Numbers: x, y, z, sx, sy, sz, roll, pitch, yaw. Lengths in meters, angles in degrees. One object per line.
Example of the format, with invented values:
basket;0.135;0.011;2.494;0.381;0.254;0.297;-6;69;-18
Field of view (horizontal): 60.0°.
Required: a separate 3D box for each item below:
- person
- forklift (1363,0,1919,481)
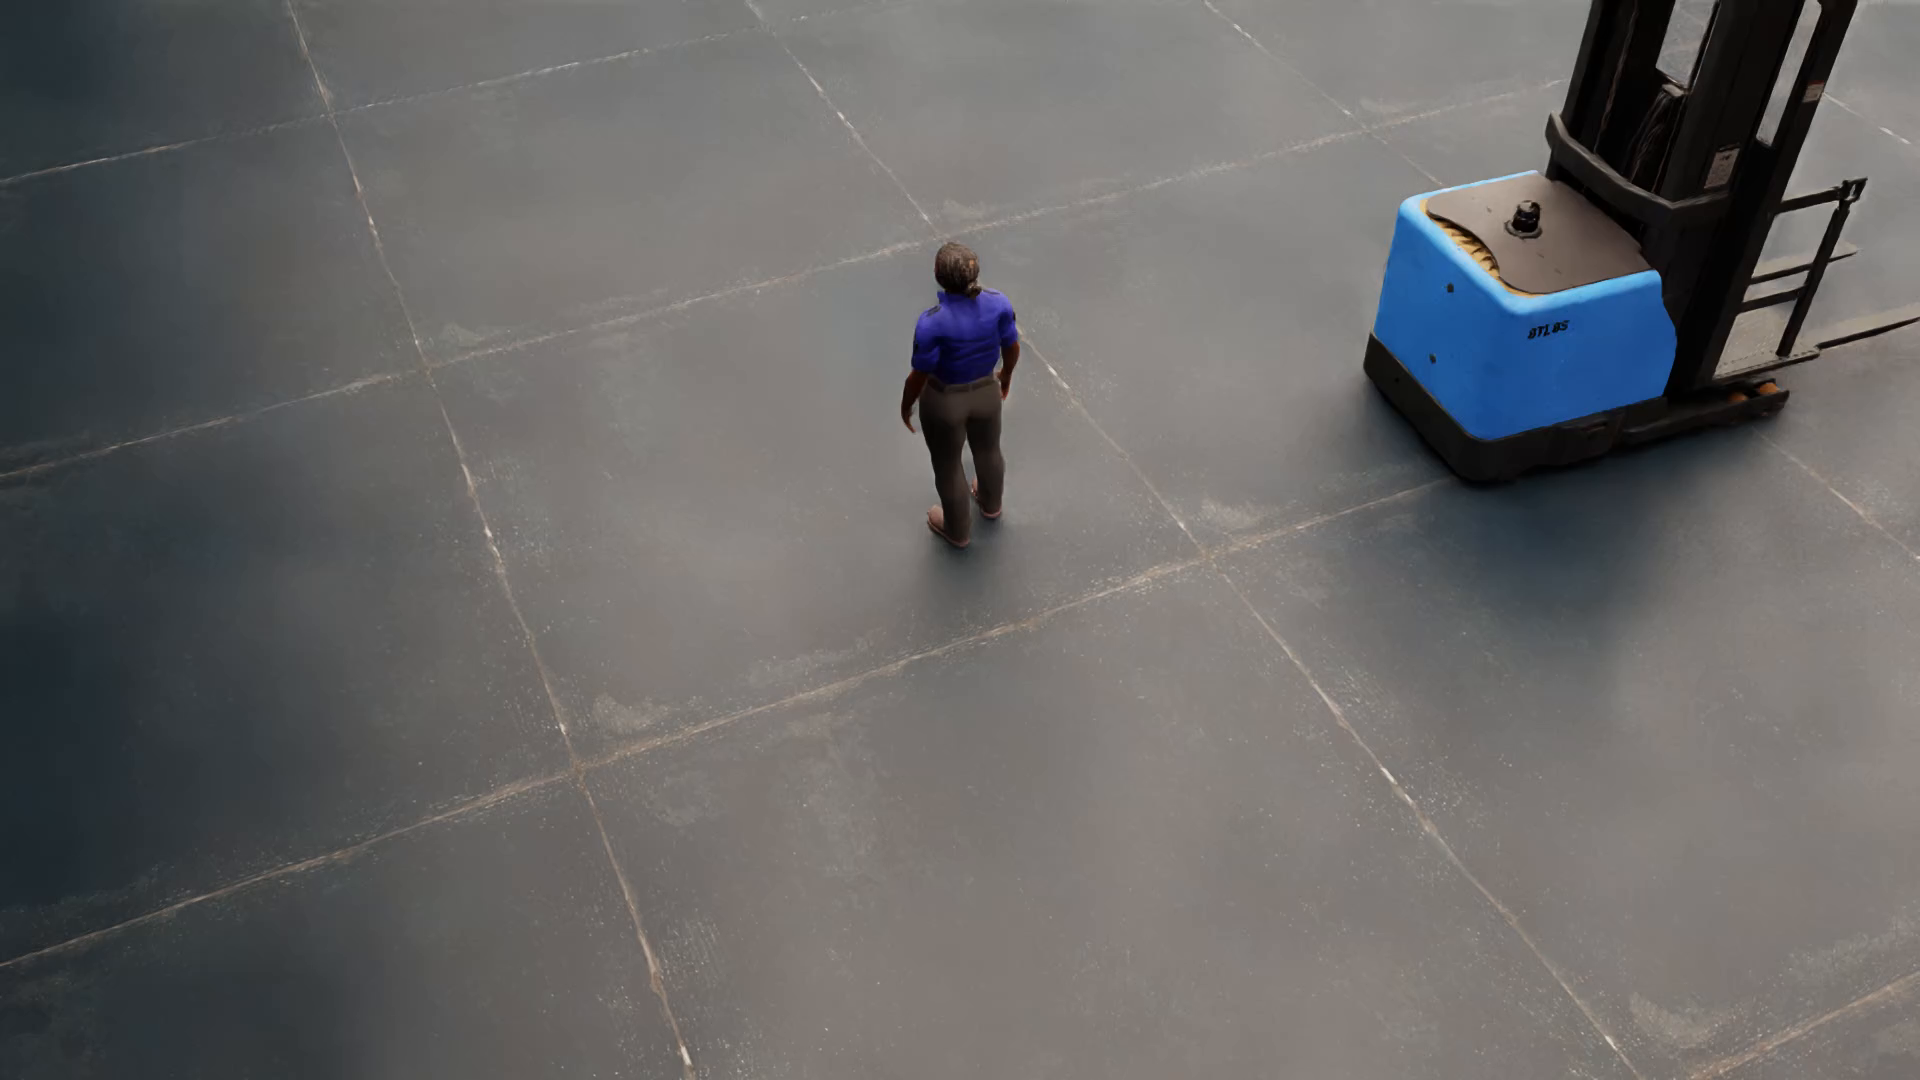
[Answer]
person;-0.019;-0.666;7.327;0.570;1.642;0.503;-18;46;-18
forklift;3.678;-1.984;7.807;3.031;2.935;1.130;-14;45;-15
